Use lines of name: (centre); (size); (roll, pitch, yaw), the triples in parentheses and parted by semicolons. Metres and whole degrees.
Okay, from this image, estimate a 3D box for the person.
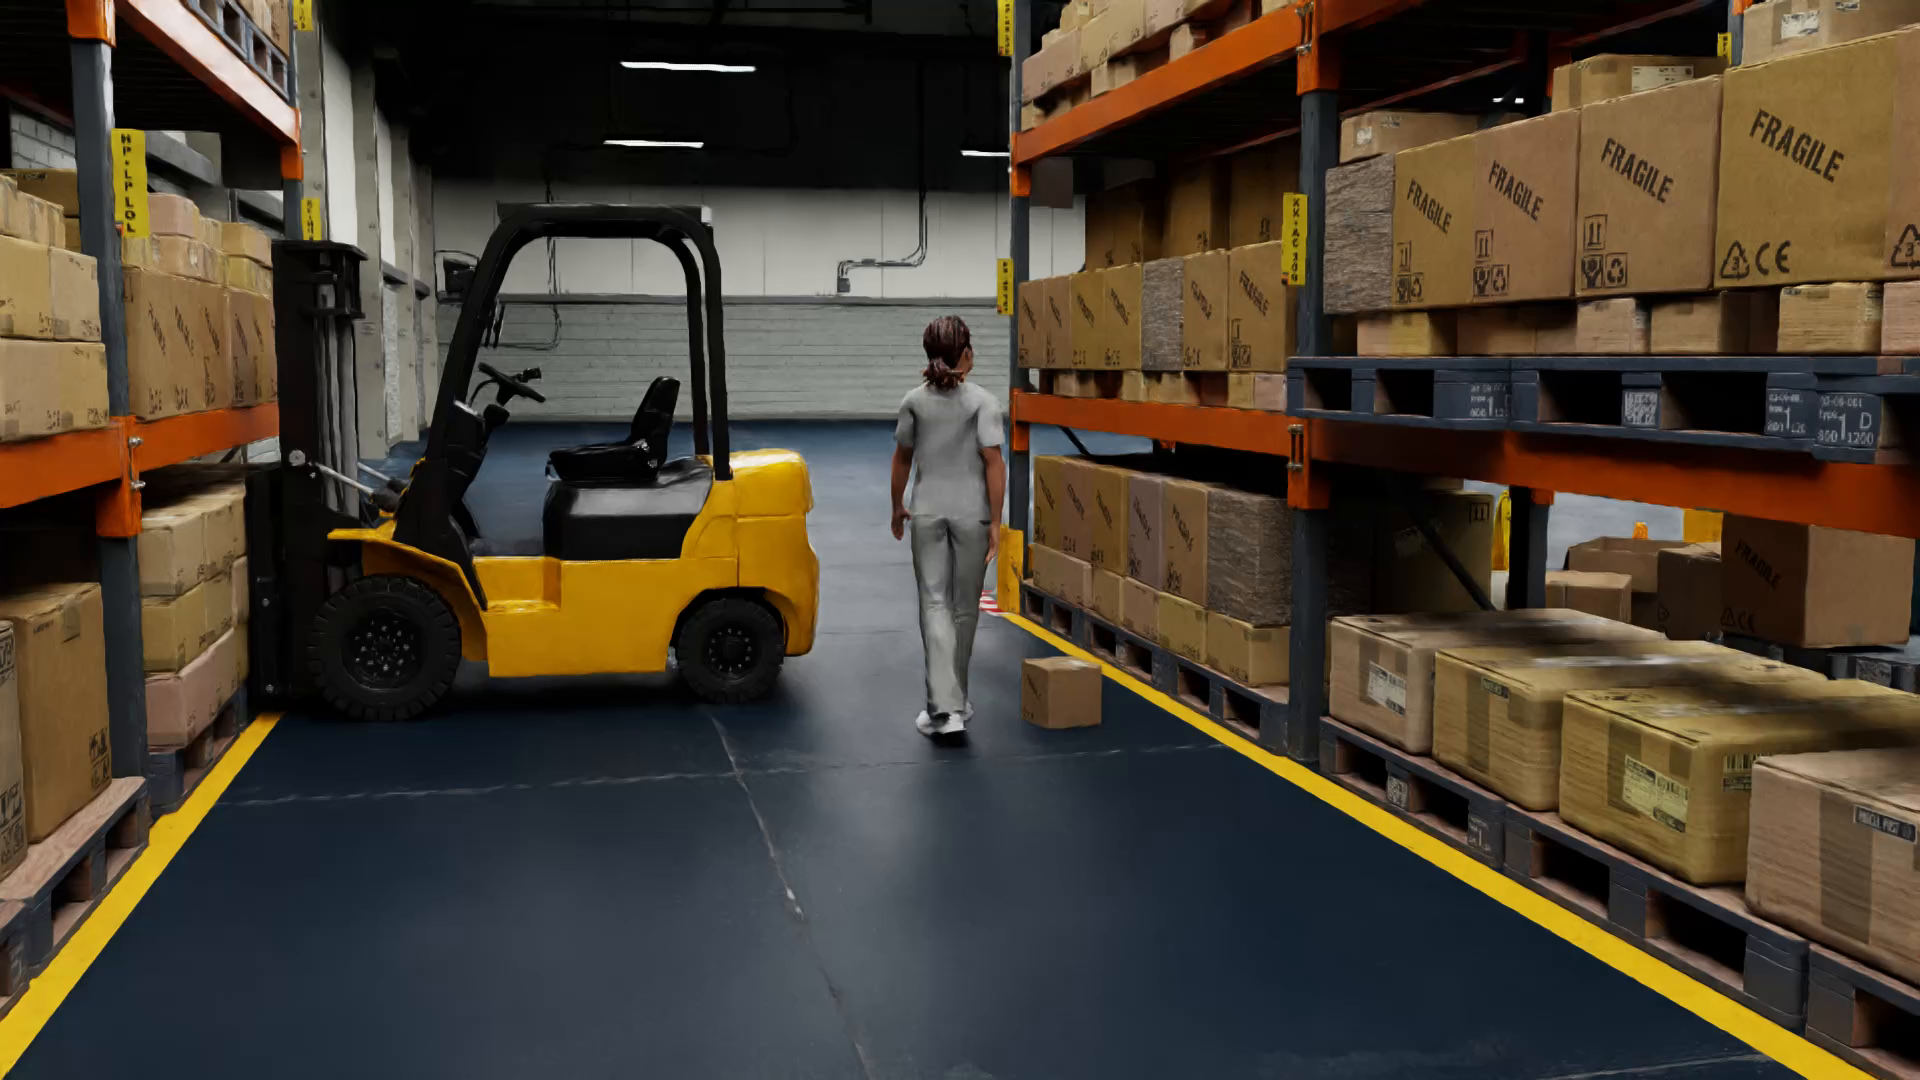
person: (-0.060, -0.059, 6.660); (0.525, 1.668, 0.629); (1, 6, 12)
